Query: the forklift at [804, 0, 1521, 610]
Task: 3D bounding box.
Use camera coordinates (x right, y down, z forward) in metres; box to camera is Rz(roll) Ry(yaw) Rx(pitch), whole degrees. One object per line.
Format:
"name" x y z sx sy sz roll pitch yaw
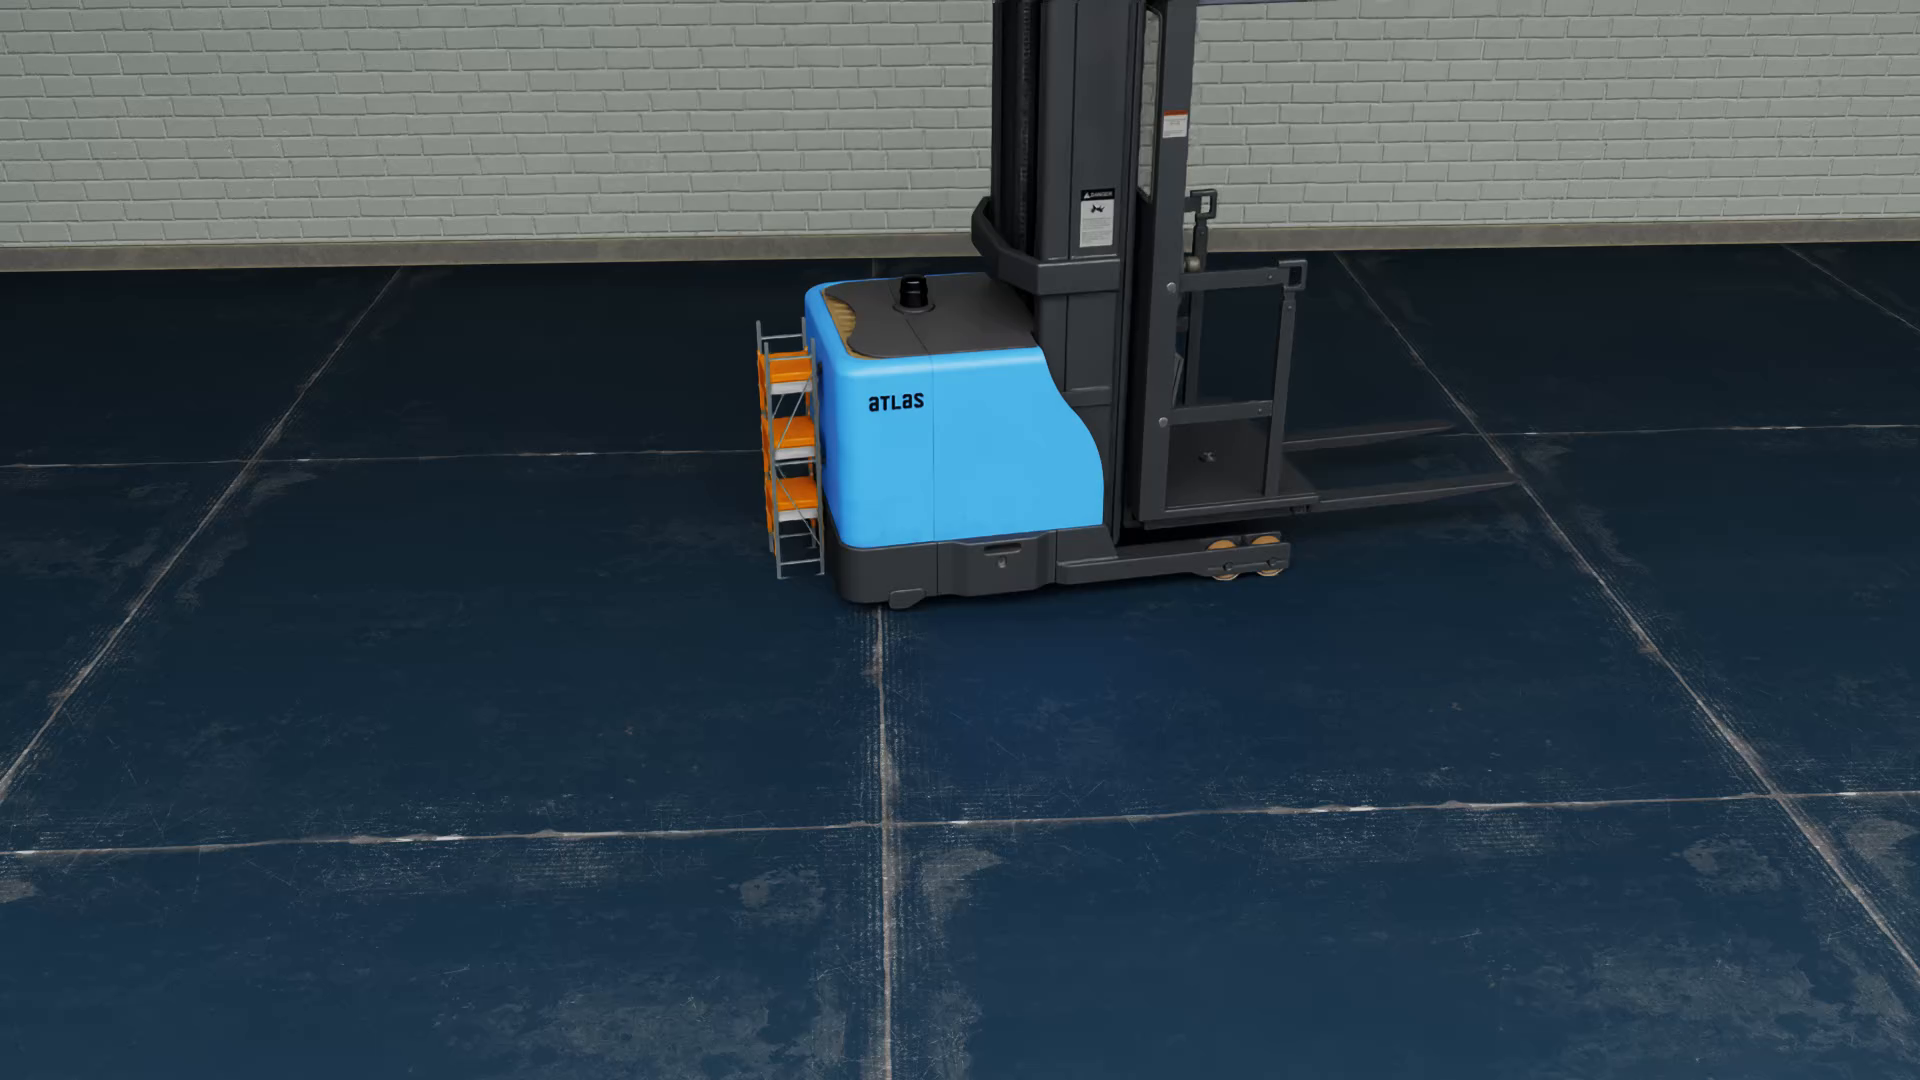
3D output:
"forklift" 0.906 -1.361 6.691 3.031 2.935 1.130 -6 28 -11

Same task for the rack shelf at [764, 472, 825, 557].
"rack shelf" -0.692 -0.110 6.949 0.215 0.259 0.240 -6 28 -12

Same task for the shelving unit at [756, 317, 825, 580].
"shelving unit" -0.692 -0.366 6.816 0.215 1.050 0.252 -6 28 -12

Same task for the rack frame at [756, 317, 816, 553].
"rack frame" -0.720 -0.421 6.921 0.200 1.050 0.008 -6 28 -12

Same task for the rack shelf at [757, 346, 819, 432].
"rack shelf" -0.692 -0.608 6.690 0.215 0.259 0.240 -6 28 -12

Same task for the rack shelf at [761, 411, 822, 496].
"rack shelf" -0.692 -0.356 6.821 0.215 0.259 0.240 -6 28 -12

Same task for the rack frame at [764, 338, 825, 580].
"rack frame" -0.664 -0.311 6.711 0.200 1.050 0.008 -6 28 -12
